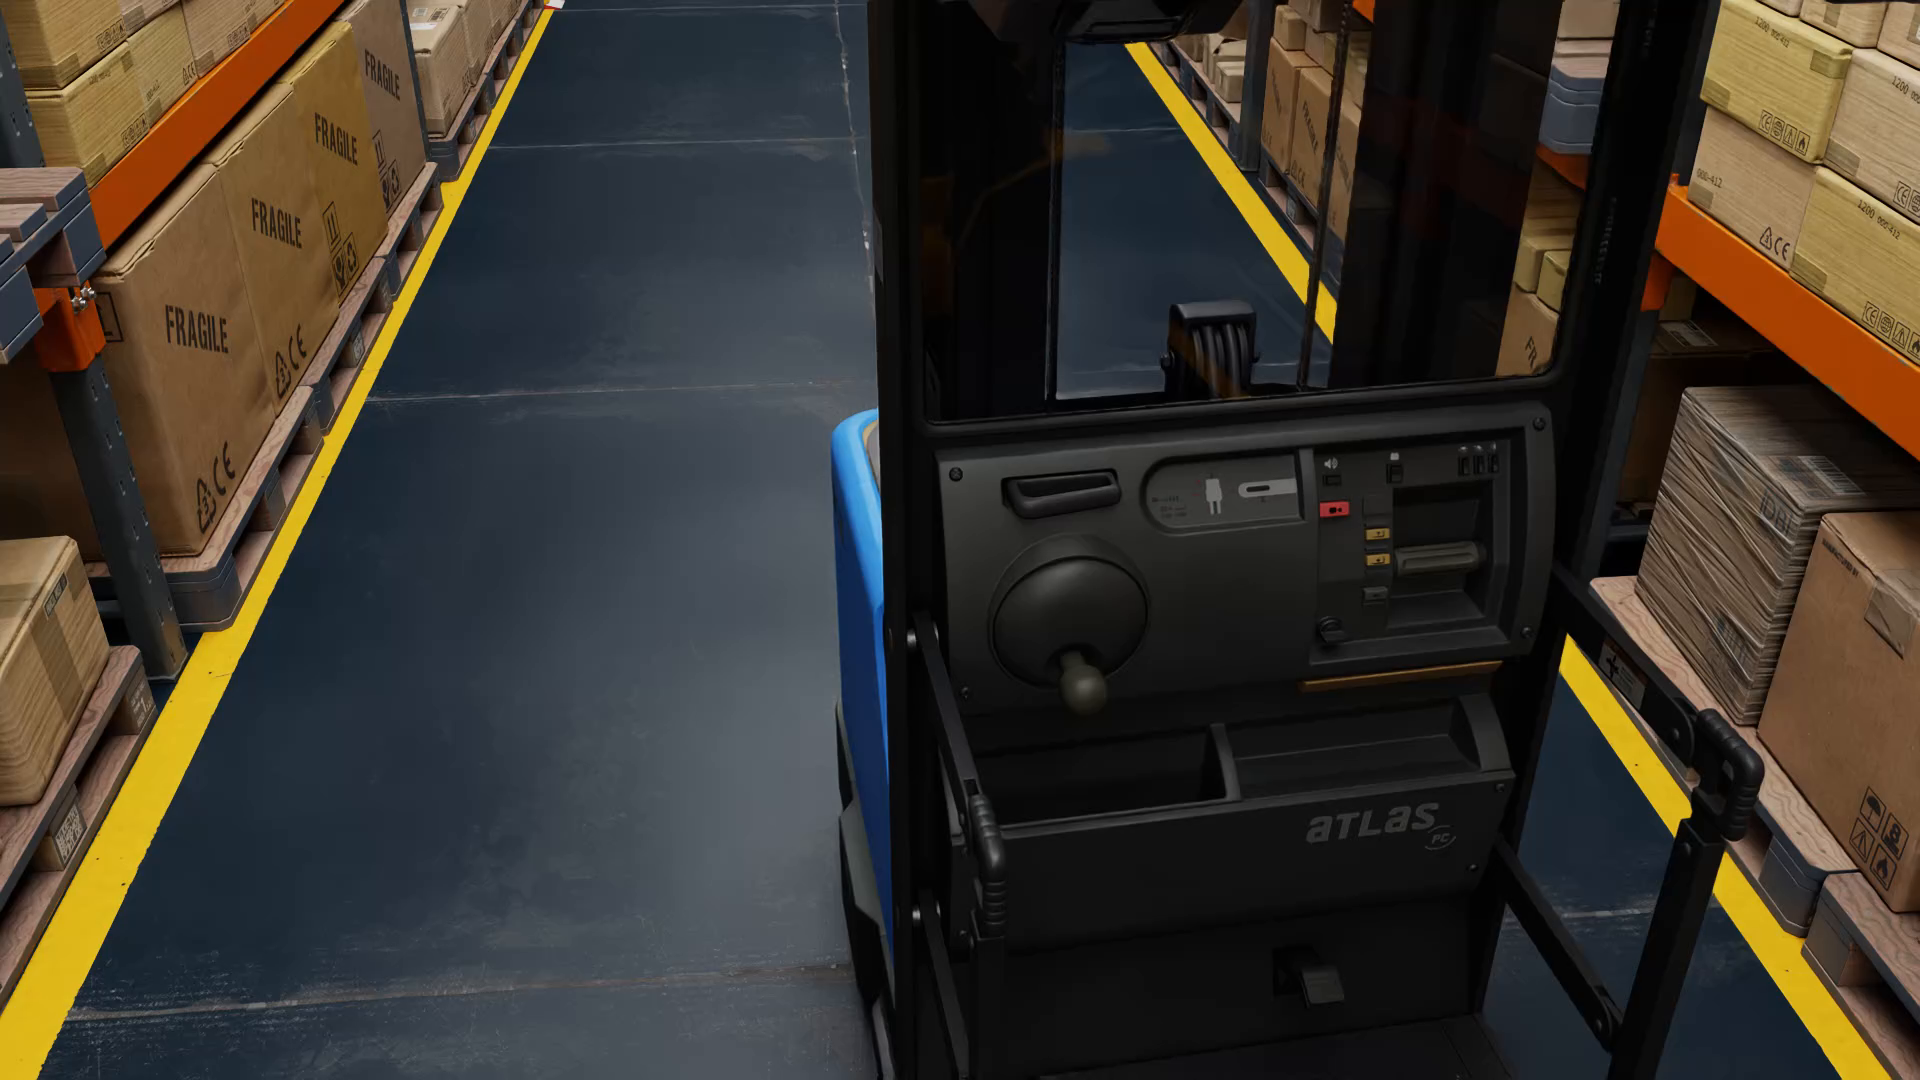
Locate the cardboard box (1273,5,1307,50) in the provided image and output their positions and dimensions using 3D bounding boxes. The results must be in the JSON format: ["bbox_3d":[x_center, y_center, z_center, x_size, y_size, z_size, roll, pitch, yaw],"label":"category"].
[{"bbox_3d":[1.669,-2.373,7.693,0.380,0.149,0.250,-1,31,-2],"label":"cardboard box"}]

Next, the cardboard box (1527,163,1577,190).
[{"bbox_3d":[1.959,-1.178,5.692,0.380,0.149,0.250,-2,31,-3],"label":"cardboard box"}]

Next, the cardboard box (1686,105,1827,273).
[{"bbox_3d":[2.072,-0.838,3.874,0.500,0.250,0.500,-3,31,-4],"label":"cardboard box"}]

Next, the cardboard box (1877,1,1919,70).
[{"bbox_3d":[2.086,-1.019,3.301,0.380,0.149,0.250,-2,31,-3],"label":"cardboard box"}]

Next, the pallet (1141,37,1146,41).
[{"bbox_3d":[1.609,-3.582,11.042,1.003,0.211,1.213,-3,31,-5],"label":"pallet"}]

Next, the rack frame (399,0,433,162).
[{"bbox_3d":[-3.042,-2.943,7.252,1.000,3.000,0.127,-3,31,-5],"label":"rack frame"}]

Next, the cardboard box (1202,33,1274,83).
[{"bbox_3d":[1.522,-2.642,9.005,0.396,0.266,0.258,-2,31,-3],"label":"cardboard box"}]

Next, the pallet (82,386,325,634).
[{"bbox_3d":[-2.667,-0.110,5.228,1.003,0.211,1.213,-3,31,-5],"label":"pallet"}]

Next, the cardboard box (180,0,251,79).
[{"bbox_3d":[-2.572,-1.628,5.197,0.500,0.250,0.500,-2,31,-3],"label":"cardboard box"}]

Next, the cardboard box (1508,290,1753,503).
[{"bbox_3d":[2.020,-0.453,5.112,0.500,0.500,0.500,-2,31,-3],"label":"cardboard box"}]

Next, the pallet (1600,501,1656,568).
[{"bbox_3d":[2.242,-0.327,5.591,1.003,0.211,1.213,-3,31,-5],"label":"pallet"}]

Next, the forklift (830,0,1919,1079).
[{"bbox_3d":[0.472,0.077,2.262,1.130,2.935,3.031,-5,31,-9],"label":"forklift"}]

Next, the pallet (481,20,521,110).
[{"bbox_3d":[-3.152,-2.762,9.669,1.003,0.211,1.213,-3,31,-5],"label":"pallet"}]

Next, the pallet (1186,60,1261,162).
[{"bbox_3d":[1.837,-2.336,8.956,1.003,0.211,1.213,-3,31,-5],"label":"pallet"}]

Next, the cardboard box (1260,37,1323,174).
[{"bbox_3d":[1.721,-2.032,7.755,0.500,0.500,0.500,-1,31,-2],"label":"cardboard box"}]

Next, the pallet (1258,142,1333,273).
[{"bbox_3d":[2.014,-1.572,7.677,1.003,0.211,1.213,-3,31,-5],"label":"pallet"}]

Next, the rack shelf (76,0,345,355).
[{"bbox_3d":[-2.855,-1.613,5.727,1.077,0.370,4.000,-3,31,-5],"label":"rack shelf"}]

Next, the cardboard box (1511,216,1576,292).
[{"bbox_3d":[1.919,-0.904,5.234,0.380,0.149,0.250,-4,31,-7],"label":"cardboard box"}]

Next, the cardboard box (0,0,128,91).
[{"bbox_3d":[-2.469,-1.322,4.197,0.500,0.250,0.500,-3,31,-5],"label":"cardboard box"}]

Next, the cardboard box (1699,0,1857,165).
[{"bbox_3d":[2.047,-1.052,3.744,0.500,0.250,0.500,-3,31,-5],"label":"cardboard box"}]

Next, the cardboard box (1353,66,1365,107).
[{"bbox_3d":[1.832,-1.836,6.794,0.380,0.149,0.250,-3,31,-5],"label":"cardboard box"}]

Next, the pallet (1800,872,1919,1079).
[{"bbox_3d":[2.423,1.100,3.203,1.003,0.211,1.213,-3,31,-5],"label":"pallet"}]

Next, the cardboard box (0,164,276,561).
[{"bbox_3d":[-2.650,-0.526,4.868,0.875,0.875,0.875,-3,31,-5],"label":"cardboard box"}]

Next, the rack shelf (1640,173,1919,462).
[{"bbox_3d":[2.461,0.189,2.710,1.077,0.370,4.000,-3,31,-5],"label":"rack shelf"}]

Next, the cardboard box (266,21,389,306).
[{"bbox_3d":[-2.812,-1.438,6.394,0.875,0.875,0.875,-2,31,-3],"label":"cardboard box"}]

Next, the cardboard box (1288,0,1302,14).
[{"bbox_3d":[1.729,-2.503,7.621,0.380,0.149,0.250,-3,31,-5],"label":"cardboard box"}]

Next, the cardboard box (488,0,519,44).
[{"bbox_3d":[-3.160,-3.267,9.883,0.875,0.438,0.875,-2,31,-3],"label":"cardboard box"}]

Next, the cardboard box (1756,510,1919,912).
[{"bbox_3d":[2.387,0.351,3.644,0.875,0.625,0.625,-2,31,-3],"label":"cardboard box"}]

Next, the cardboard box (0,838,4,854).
[{"bbox_3d":[-2.548,0.712,3.286,0.950,0.372,0.625,-3,31,-6],"label":"cardboard box"}]

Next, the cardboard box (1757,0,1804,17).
[{"bbox_3d":[2.010,-1.285,3.747,0.380,0.149,0.250,-2,31,-3],"label":"cardboard box"}]

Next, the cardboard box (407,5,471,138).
[{"bbox_3d":[-2.993,-2.349,8.347,0.875,0.438,0.875,-3,31,-5],"label":"cardboard box"}]

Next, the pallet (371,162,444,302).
[{"bbox_3d":[-2.895,-1.356,7.314,1.003,0.211,1.213,-3,31,-5],"label":"pallet"}]

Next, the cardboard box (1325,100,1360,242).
[{"bbox_3d":[1.823,-1.506,6.874,0.500,0.500,0.500,-4,31,-6],"label":"cardboard box"}]

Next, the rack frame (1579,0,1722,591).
[{"bbox_3d":[2.274,-1.141,4.235,1.000,3.000,0.127,-3,31,-5],"label":"rack frame"}]

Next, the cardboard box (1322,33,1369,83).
[{"bbox_3d":[1.807,-2.104,7.244,0.380,0.149,0.250,-4,31,-7],"label":"cardboard box"}]

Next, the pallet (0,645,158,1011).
[{"bbox_3d":[-2.596,0.695,3.880,1.003,0.211,1.213,-3,31,-5],"label":"pallet"}]

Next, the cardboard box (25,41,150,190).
[{"bbox_3d":[-2.463,-1.099,4.310,0.500,0.250,0.500,-3,31,-5],"label":"cardboard box"}]
